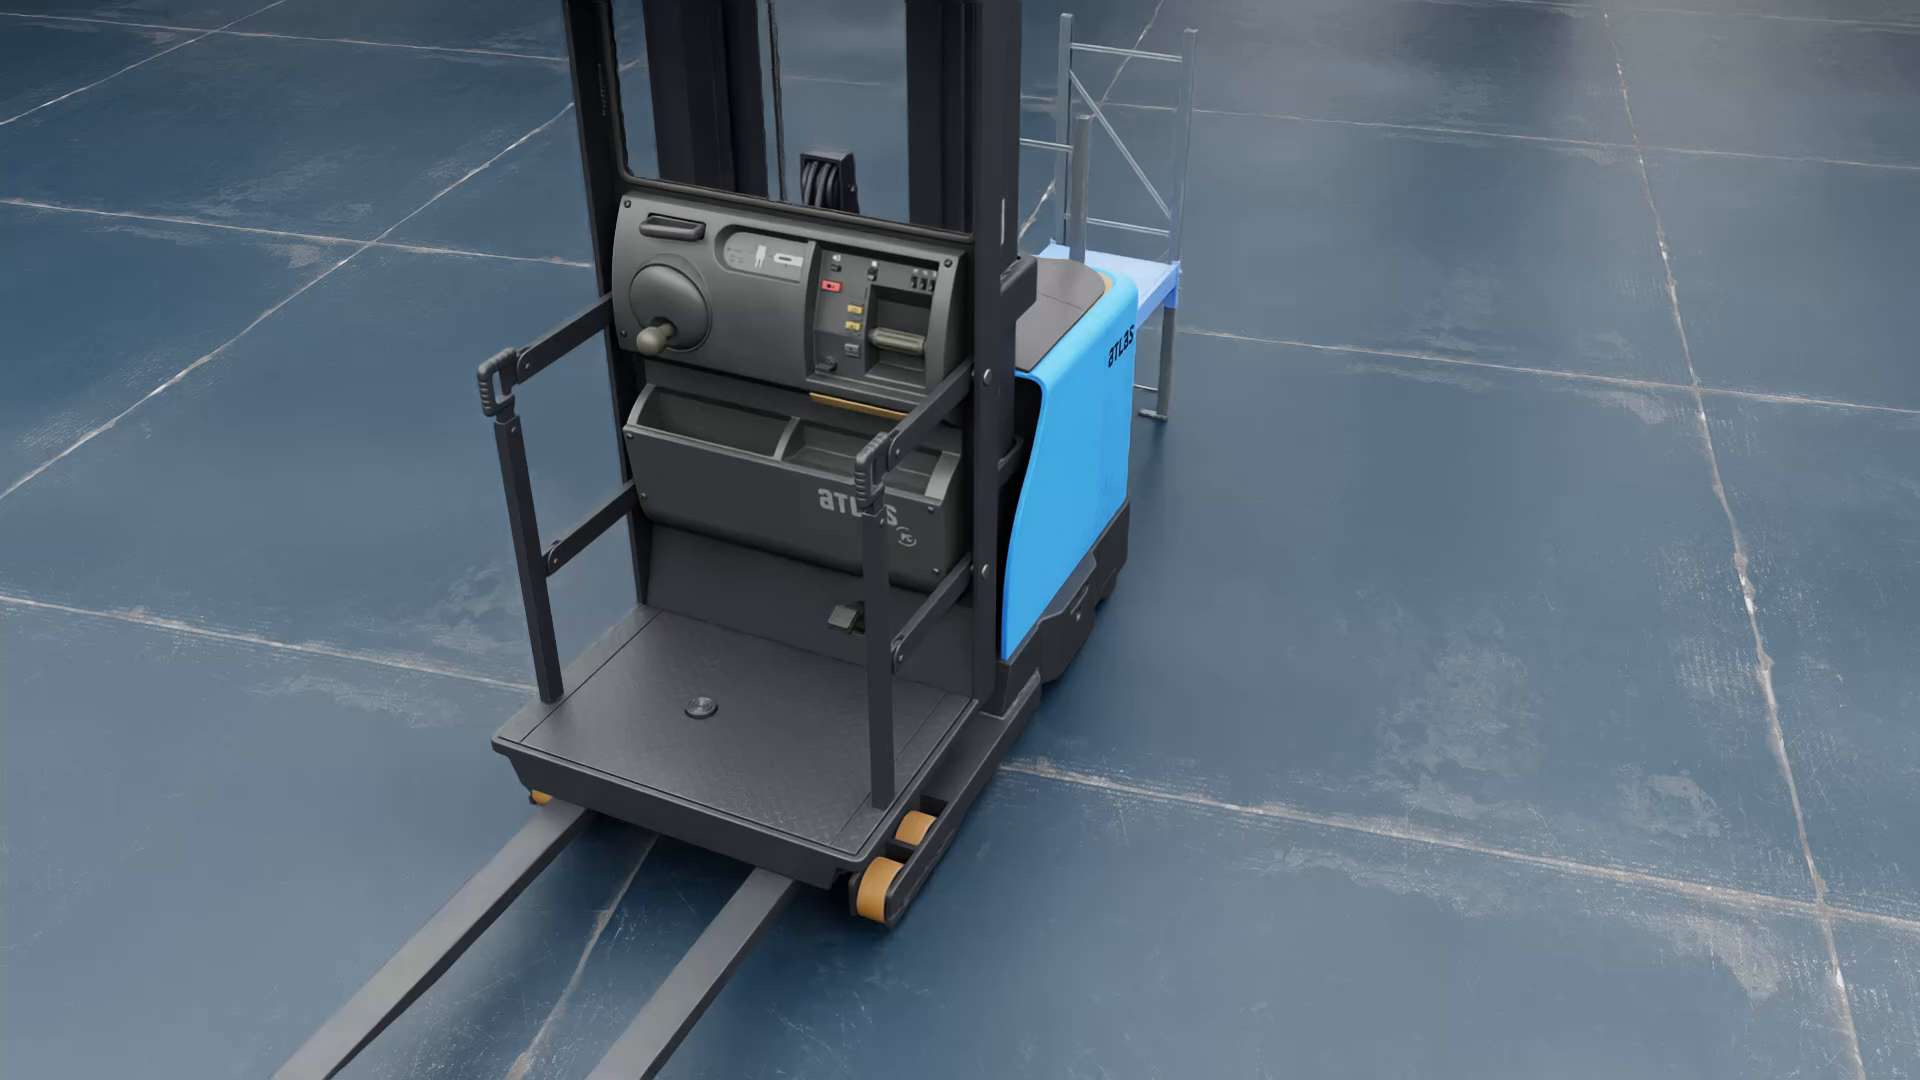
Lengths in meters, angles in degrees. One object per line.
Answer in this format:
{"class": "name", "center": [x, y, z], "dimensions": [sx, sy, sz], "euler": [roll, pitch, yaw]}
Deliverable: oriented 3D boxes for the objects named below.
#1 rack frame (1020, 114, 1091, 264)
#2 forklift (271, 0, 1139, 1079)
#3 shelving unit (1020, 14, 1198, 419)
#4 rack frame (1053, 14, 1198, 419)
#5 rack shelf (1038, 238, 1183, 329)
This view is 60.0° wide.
{"class": "rack frame", "center": [0.156, -0.672, 5.409], "dimensions": [0.500, 1.500, 0.032], "euler": [14, 35, 21]}
{"class": "forklift", "center": [-0.525, -0.532, 3.855], "dimensions": [1.130, 2.935, 3.031], "euler": [14, 35, 21]}
{"class": "shelving unit", "center": [0.371, -0.920, 5.799], "dimensions": [0.538, 1.500, 1.048], "euler": [14, 35, 21]}
{"class": "rack frame", "center": [0.585, -1.167, 6.188], "dimensions": [0.500, 1.500, 0.032], "euler": [14, 35, 21]}
{"class": "rack shelf", "center": [0.371, -0.768, 5.895], "dimensions": [0.538, 0.185, 1.000], "euler": [14, 35, 21]}
